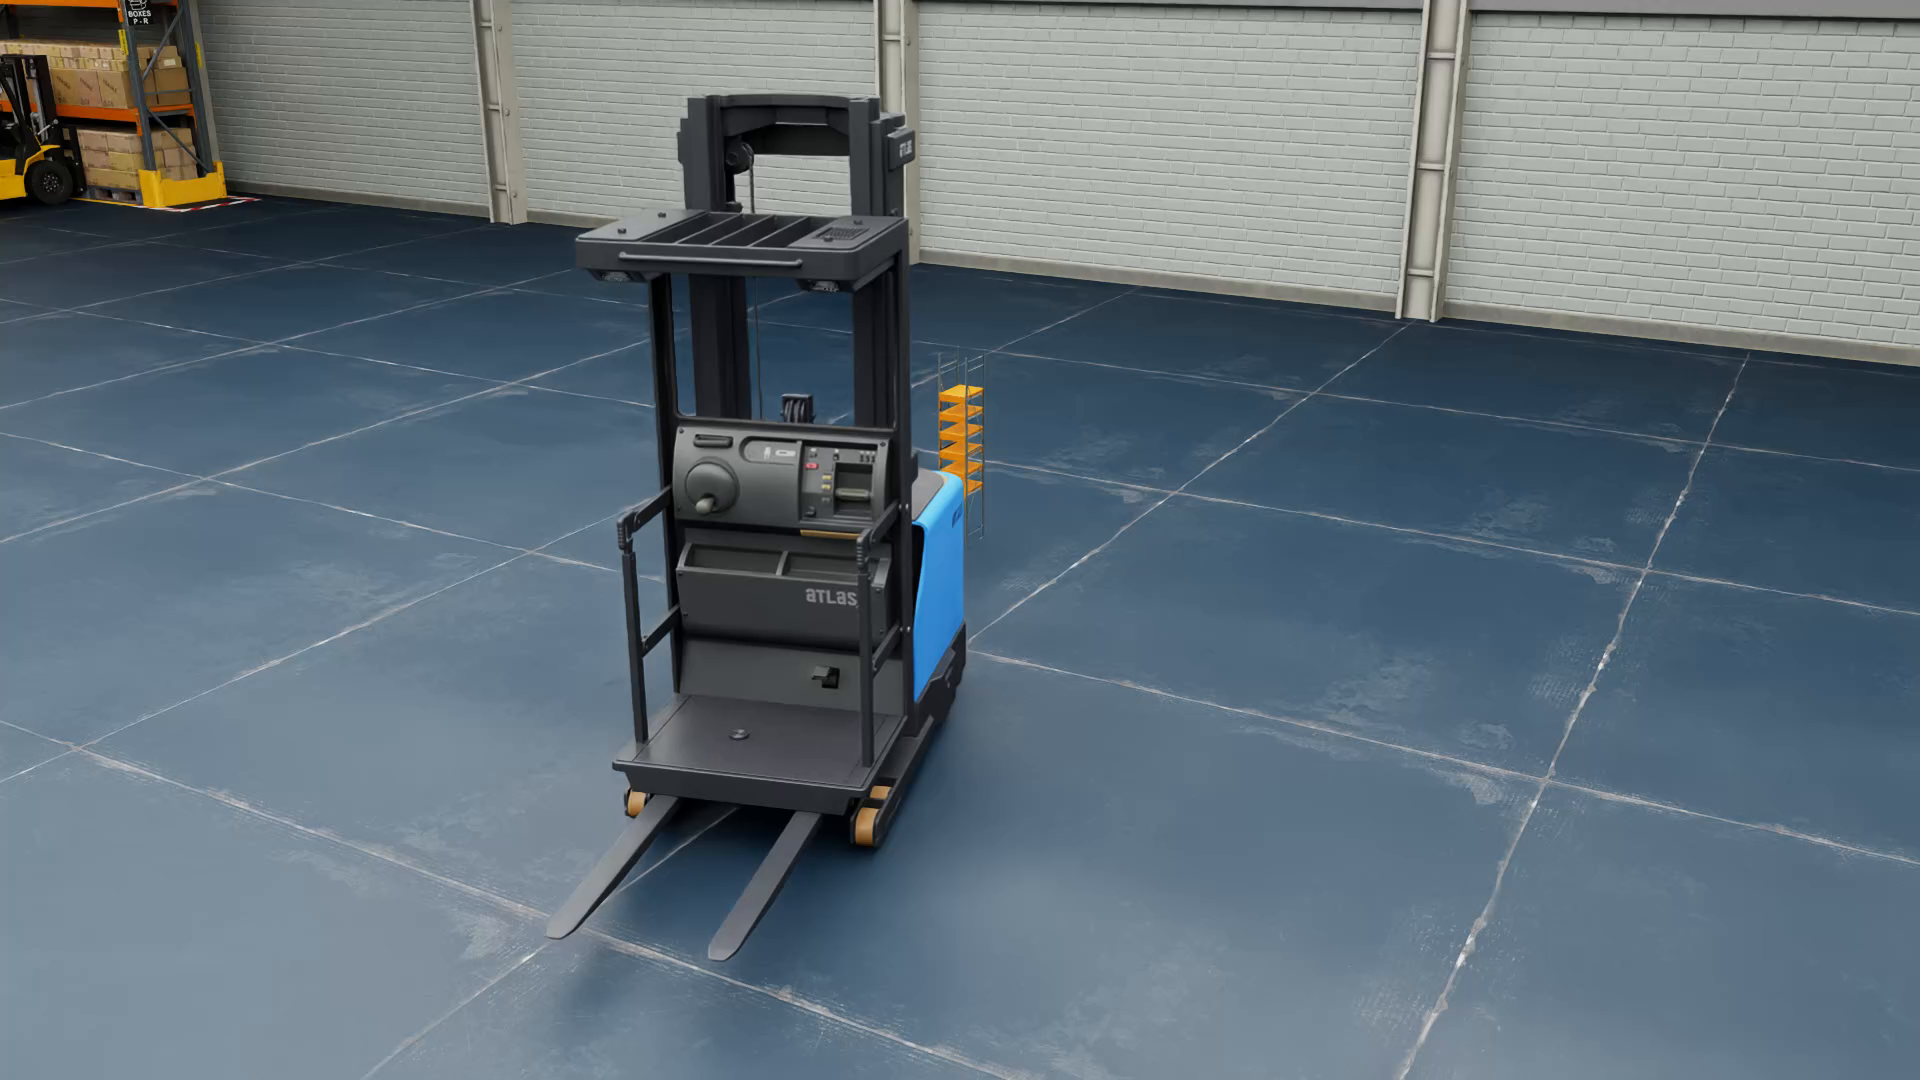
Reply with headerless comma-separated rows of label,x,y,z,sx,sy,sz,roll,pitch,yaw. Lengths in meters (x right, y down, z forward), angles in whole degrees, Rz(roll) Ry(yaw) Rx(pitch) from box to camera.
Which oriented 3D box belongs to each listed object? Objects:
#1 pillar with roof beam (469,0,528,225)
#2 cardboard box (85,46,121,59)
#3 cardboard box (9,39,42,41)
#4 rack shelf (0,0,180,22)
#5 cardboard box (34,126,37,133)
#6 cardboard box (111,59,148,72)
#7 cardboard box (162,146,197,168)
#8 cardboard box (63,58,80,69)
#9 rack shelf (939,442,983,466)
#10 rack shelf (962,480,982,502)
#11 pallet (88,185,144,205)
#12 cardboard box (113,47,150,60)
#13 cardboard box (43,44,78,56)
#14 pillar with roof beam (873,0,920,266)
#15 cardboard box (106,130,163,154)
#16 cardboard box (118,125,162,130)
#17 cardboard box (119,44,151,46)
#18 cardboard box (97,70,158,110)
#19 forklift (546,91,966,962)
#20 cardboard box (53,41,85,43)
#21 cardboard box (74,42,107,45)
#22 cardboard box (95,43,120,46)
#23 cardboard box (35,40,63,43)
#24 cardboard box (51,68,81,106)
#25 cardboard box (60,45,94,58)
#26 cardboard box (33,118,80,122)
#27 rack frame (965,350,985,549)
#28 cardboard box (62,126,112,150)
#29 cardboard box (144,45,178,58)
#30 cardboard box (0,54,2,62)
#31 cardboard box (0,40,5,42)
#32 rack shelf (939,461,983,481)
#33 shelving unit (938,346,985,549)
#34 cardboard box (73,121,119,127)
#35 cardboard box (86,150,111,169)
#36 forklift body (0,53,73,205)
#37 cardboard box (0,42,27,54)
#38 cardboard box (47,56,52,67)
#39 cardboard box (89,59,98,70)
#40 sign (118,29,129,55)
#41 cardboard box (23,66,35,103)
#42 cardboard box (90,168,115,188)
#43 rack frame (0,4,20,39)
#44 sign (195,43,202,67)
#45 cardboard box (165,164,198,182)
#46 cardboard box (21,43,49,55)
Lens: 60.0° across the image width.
pillar with roof beam,-8.039,-7.146,16.870,0.400,9.000,9.100,11,23,27
cardboard box,-11.897,-6.777,23.116,0.250,0.149,0.380,11,23,28
cardboard box,-13.877,-7.361,24.726,0.250,0.149,0.380,10,22,26
rack shelf,-12.756,-7.626,23.646,4.000,0.370,1.077,11,23,27
cardboard box,-13.351,-5.920,24.238,0.500,0.250,0.500,12,23,29
cardboard box,-11.449,-6.548,22.919,0.250,0.149,0.380,11,23,28
cardboard box,-11.319,-5.501,23.816,0.500,0.250,0.500,11,23,28
cardboard box,-12.350,-6.718,23.388,0.250,0.149,0.380,10,22,26
rack shelf,0.013,-0.520,10.169,0.180,0.103,0.258,11,23,27
rack shelf,0.013,-0.294,10.251,0.180,0.103,0.258,11,23,27
pallet,-11.698,-5.025,23.909,1.213,0.211,1.003,11,23,27
cardboard box,-11.425,-6.710,22.931,0.250,0.149,0.380,11,23,27
cardboard box,-12.767,-6.963,23.629,0.250,0.149,0.380,11,23,28
pillar with roof beam,-2.801,-6.149,14.119,0.400,9.000,9.100,11,23,27
cardboard box,-11.564,-5.580,23.300,0.500,0.250,0.500,12,23,29
cardboard box,-11.775,-5.815,23.946,0.500,0.250,0.500,11,23,27
cardboard box,-11.648,-6.926,23.526,0.250,0.149,0.380,11,23,28
cardboard box,-11.567,-6.272,23.111,0.500,0.500,0.500,10,22,26
forklift,-0.798,-0.249,6.753,1.130,2.935,3.031,4,20,12
cardboard box,-12.973,-7.193,24.261,0.250,0.149,0.380,11,22,27
cardboard box,-12.535,-7.098,24.001,0.250,0.149,0.380,11,23,28
cardboard box,-12.099,-7.008,23.752,0.250,0.149,0.380,12,23,29
cardboard box,-13.390,-7.298,24.552,0.250,0.149,0.380,10,22,26
cardboard box,-12.463,-6.446,23.591,0.500,0.500,0.500,10,22,26
cardboard box,-12.360,-6.851,23.319,0.250,0.149,0.380,11,23,29
cardboard box,-13.528,-6.158,24.892,0.500,0.250,0.500,10,22,27
rack frame,0.093,-0.546,10.112,0.006,1.200,0.240,11,23,27
cardboard box,-12.458,-5.744,23.752,0.500,0.250,0.500,11,23,28
cardboard box,-11.199,-6.833,23.269,0.250,0.149,0.380,10,22,26
cardboard box,-13.705,-6.967,24.074,0.250,0.149,0.380,11,23,28
cardboard box,-14.087,-7.226,24.352,0.250,0.149,0.380,11,23,28
rack shelf,0.013,-0.407,10.210,0.180,0.103,0.258,11,23,27
shelving unit,0.013,-0.562,10.154,0.189,1.200,0.258,11,23,27
cardboard box,-12.650,-5.988,24.425,0.500,0.250,0.500,10,22,26
cardboard box,-12.020,-5.436,23.635,0.500,0.250,0.500,11,22,27
forklift body,-13.555,-5.595,22.635,1.214,2.155,2.313,11,23,27
cardboard box,-13.694,-7.107,24.026,0.250,0.149,0.380,11,23,28
cardboard box,-12.755,-6.822,23.676,0.250,0.149,0.380,11,22,27
cardboard box,-11.883,-6.643,23.181,0.250,0.149,0.380,11,23,28
sign,-11.286,-6.718,22.441,0.005,0.325,0.100,11,23,27
cardboard box,-13.336,-6.617,24.060,0.500,0.500,0.500,11,22,27
cardboard box,-12.003,-5.196,23.707,0.500,0.250,0.500,11,23,27
rack frame,-14.502,-6.887,24.952,0.127,3.000,1.000,11,23,27
sign,-10.734,-6.830,23.409,0.005,0.325,0.100,11,23,27
cardboard box,-11.343,-5.266,23.901,0.500,0.250,0.500,11,23,28
cardboard box,-13.205,-7.047,23.858,0.250,0.149,0.380,11,23,27
